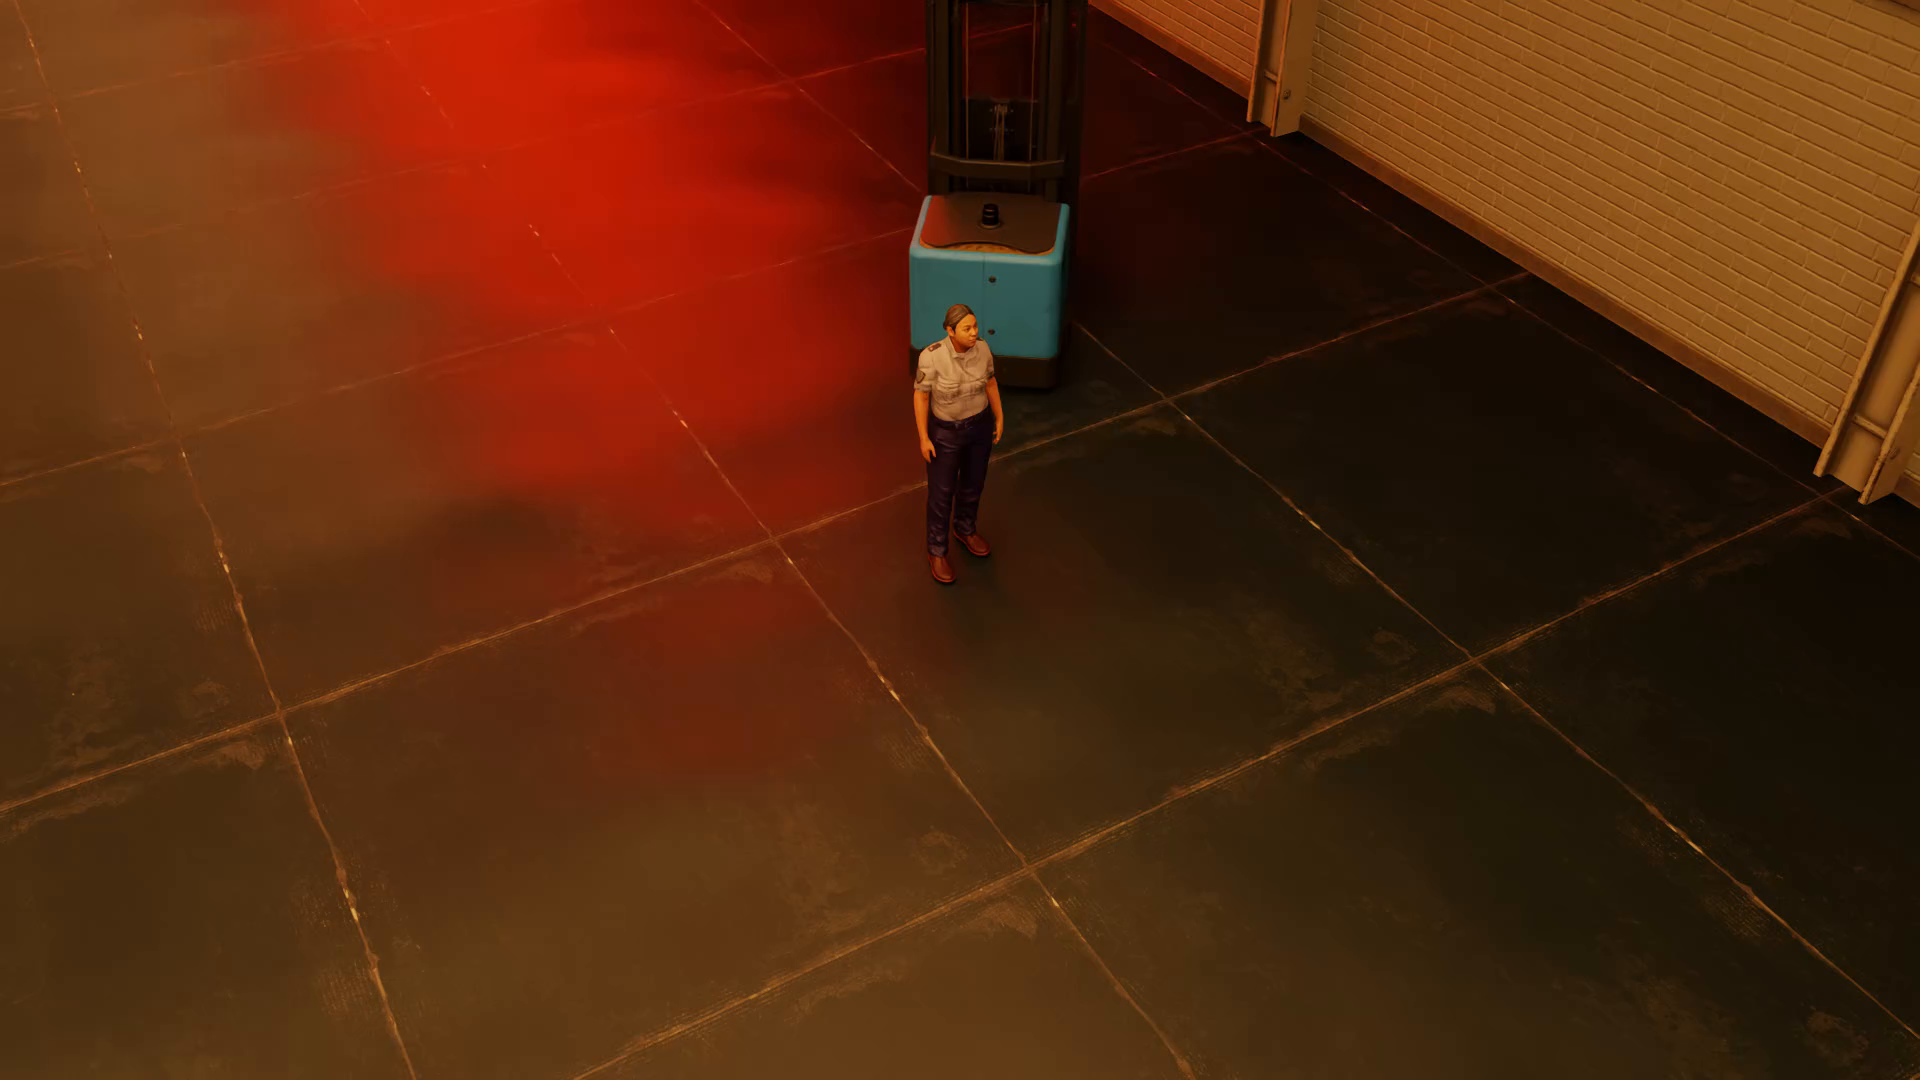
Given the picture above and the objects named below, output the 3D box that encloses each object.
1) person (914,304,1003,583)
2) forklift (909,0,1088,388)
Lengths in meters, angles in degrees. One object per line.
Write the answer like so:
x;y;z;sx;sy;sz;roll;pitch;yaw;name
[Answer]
0.025;-0.584;9.732;0.598;1.651;0.503;-20;44;-23;person
0.341;-3.112;11.788;1.130;2.935;3.031;5;40;5;forklift
